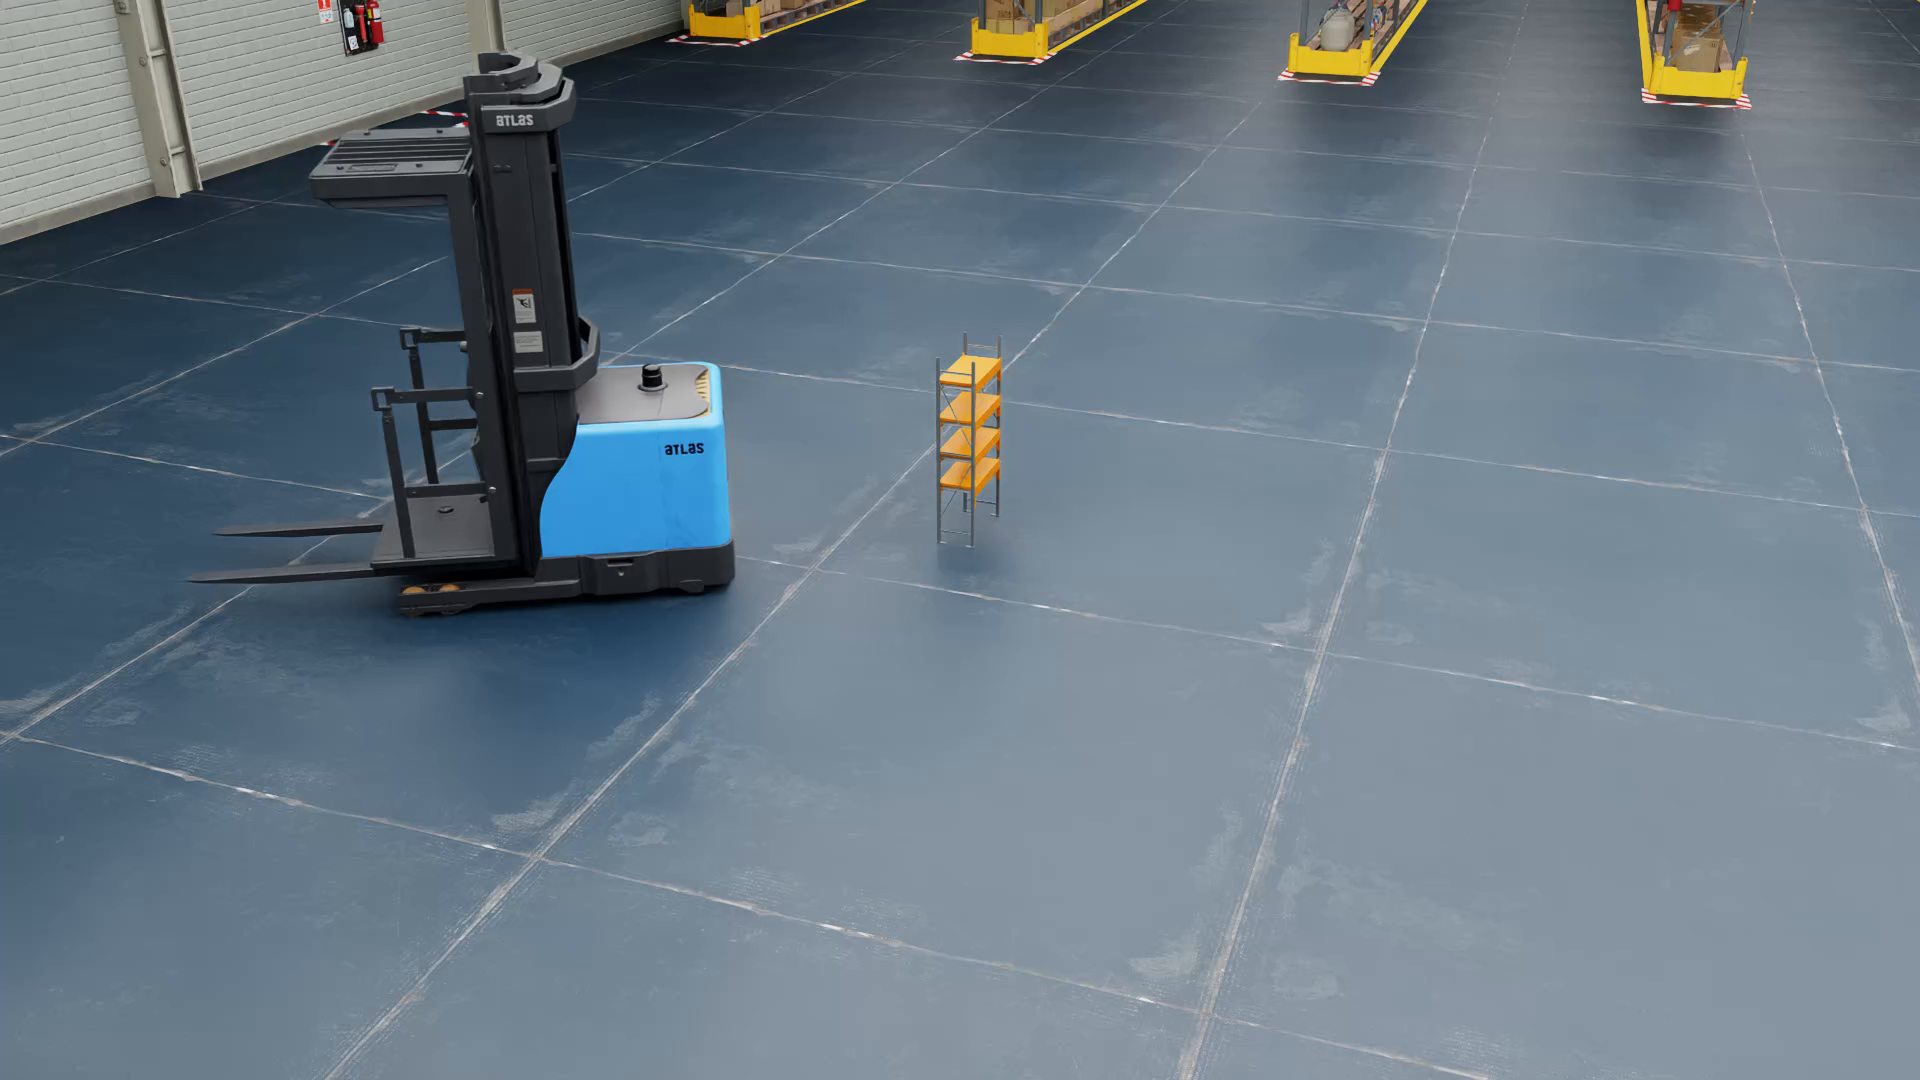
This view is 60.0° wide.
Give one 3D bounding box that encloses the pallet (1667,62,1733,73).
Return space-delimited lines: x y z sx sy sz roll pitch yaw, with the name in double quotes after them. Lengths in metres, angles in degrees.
10.445 -6.588 23.615 1.003 0.211 1.213 9 27 17 "pallet"

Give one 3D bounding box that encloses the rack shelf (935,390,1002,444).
0.055 -0.749 10.061 0.258 0.148 0.480 9 27 17 "rack shelf"

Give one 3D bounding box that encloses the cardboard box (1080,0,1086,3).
1.818 -9.222 27.668 0.500 0.500 0.500 9 27 17 "cardboard box"

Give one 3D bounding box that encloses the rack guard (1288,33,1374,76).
5.426 -7.114 24.370 1.175 0.500 0.348 9 27 17 "rack guard"

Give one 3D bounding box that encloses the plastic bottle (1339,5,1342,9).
6.175 -8.613 27.218 0.152 0.276 0.135 10 27 19 "plastic bottle"

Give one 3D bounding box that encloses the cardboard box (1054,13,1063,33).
1.327 -8.267 26.555 0.500 0.250 0.500 9 27 17 "cardboard box"

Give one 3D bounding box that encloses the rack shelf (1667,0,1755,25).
10.781 -7.981 24.118 1.077 0.370 4.000 9 27 17 "rack shelf"

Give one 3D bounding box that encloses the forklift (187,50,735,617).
-2.865 -1.133 9.227 3.031 2.935 1.130 -4 26 -8 "forklift"

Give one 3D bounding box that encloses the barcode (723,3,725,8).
-3.953 -8.967 27.898 0.001 0.075 0.075 9 27 17 "barcode"

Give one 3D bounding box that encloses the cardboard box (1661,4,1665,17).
12.034 -8.872 27.496 0.700 0.500 0.500 6 27 13 "cardboard box"

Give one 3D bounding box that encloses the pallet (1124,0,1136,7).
2.719 -10.122 30.912 1.003 0.211 1.213 9 27 17 "pallet"

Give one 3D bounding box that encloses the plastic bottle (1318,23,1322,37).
5.643 -7.958 25.951 0.097 0.201 0.097 0 26 0 "plastic bottle"

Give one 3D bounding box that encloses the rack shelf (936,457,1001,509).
0.055 -0.369 10.245 0.258 0.148 0.480 9 27 17 "rack shelf"

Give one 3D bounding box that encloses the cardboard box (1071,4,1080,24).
1.664 -8.677 27.403 0.500 0.250 0.500 9 27 17 "cardboard box"

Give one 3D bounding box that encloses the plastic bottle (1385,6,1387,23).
6.927 -8.575 27.131 0.061 0.283 0.133 10 28 20 "plastic bottle"

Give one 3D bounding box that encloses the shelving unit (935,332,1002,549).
0.055 -0.608 10.129 0.258 1.200 0.503 9 27 17 "shelving unit"

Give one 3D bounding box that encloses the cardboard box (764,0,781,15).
-3.392 -9.132 28.248 0.500 0.311 0.500 11 28 22 "cardboard box"

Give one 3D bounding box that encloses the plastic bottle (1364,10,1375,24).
6.622 -8.443 26.867 0.152 0.276 0.135 9 27 17 "plastic bottle"

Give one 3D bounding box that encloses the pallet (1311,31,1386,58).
6.109 -7.817 26.153 1.003 0.211 1.213 9 27 17 "pallet"

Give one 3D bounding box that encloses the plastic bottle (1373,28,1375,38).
6.377 -7.882 25.794 0.097 0.201 0.097 0 26 0 "plastic bottle"

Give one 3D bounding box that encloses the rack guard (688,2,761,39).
-3.872 -8.544 27.323 1.175 0.500 0.348 9 27 17 "rack guard"

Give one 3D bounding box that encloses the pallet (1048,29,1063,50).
0.990 -7.987 26.503 1.003 0.211 1.213 9 27 17 "pallet"

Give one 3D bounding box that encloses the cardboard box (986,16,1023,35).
0.675 -8.136 26.285 0.500 0.250 0.500 9 27 17 "cardboard box"

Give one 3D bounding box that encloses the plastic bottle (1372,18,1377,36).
6.457 -8.012 25.982 0.097 0.271 0.097 0 26 0 "plastic bottle"

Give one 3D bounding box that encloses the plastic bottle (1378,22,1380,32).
6.591 -8.147 26.341 0.097 0.201 0.097 0 26 0 "plastic bottle"

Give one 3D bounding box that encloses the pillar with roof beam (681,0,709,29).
-0.420 -12.127 24.971 9.100 9.000 0.400 9 27 17 "pillar with roof beam"

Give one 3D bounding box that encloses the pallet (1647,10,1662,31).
12.109 -8.695 27.966 1.003 0.211 1.213 9 27 17 "pallet"

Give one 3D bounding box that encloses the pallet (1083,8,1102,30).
1.802 -8.989 28.574 1.003 0.211 1.213 9 27 17 "pallet"

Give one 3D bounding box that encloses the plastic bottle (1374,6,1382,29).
6.663 -8.333 26.553 0.144 0.351 0.185 9 27 17 "plastic bottle"

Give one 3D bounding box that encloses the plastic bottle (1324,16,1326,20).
5.753 -8.091 26.140 0.152 0.276 0.135 9 27 18 "plastic bottle"

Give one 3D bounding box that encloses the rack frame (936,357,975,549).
-0.026 -0.508 9.922 0.240 1.200 0.015 9 27 17 "rack frame"

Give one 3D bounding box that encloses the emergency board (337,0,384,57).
-7.335 -6.576 20.389 0.194 1.169 0.643 9 27 17 "emergency board"

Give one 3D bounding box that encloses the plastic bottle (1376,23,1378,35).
6.523 -8.063 26.166 0.097 0.201 0.097 0 26 0 "plastic bottle"

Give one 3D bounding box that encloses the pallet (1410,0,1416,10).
7.813 -9.921 30.499 1.003 0.211 1.213 9 27 17 "pallet"

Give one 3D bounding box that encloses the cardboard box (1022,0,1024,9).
0.992 -8.887 26.975 0.500 0.500 0.500 9 27 17 "cardboard box"

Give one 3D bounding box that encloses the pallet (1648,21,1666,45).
11.705 -8.192 26.927 1.003 0.211 1.213 9 27 17 "pallet"

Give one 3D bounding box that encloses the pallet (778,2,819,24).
-3.160 -9.243 29.097 1.003 0.211 1.213 9 27 17 "pallet"

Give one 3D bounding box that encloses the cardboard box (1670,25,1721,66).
10.506 -7.052 23.759 0.500 0.500 0.500 17 30 31 "cardboard box"

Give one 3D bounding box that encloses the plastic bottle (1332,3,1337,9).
6.054 -8.502 26.902 0.144 0.351 0.185 8 27 15 "plastic bottle"

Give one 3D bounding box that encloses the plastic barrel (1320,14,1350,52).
5.592 -7.552 24.779 0.421 0.512 0.421 0 26 0 "plastic barrel"

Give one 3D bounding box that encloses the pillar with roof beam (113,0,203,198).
-4.414 -7.196 14.786 9.100 9.000 0.400 9 27 17 "pillar with roof beam"

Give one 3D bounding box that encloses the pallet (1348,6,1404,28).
7.001 -8.919 28.428 1.003 0.211 1.213 9 27 17 "pallet"

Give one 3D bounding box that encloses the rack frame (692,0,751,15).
-3.897 -9.638 26.714 1.000 3.000 0.127 9 27 17 "rack frame"

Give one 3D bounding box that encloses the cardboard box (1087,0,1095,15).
1.983 -9.090 28.256 0.500 0.250 0.500 9 27 17 "cardboard box"

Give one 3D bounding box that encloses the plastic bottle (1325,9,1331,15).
5.850 -8.251 26.384 0.144 0.351 0.185 10 28 20 "plastic bottle"

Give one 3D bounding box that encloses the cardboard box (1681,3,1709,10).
11.276 -8.032 25.784 0.500 0.500 0.500 8 27 16 "cardboard box"

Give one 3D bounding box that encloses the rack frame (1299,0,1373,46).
5.445 -8.201 23.747 1.000 3.000 0.127 9 27 17 "rack frame"

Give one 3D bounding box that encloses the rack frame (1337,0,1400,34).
6.776 -9.845 27.142 1.000 3.000 0.127 9 27 17 "rack frame"

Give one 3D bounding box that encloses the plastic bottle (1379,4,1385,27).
6.770 -8.466 26.828 0.144 0.351 0.185 7 27 15 "plastic bottle"

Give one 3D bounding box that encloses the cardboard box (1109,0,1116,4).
2.474 -9.646 29.405 0.500 0.250 0.500 8 27 16 "cardboard box"

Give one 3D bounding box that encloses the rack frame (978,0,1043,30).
0.775 -8.921 25.234 1.000 3.000 0.127 9 27 17 "rack frame"

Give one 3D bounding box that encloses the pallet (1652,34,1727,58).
11.257 -7.591 25.686 1.003 0.211 1.213 9 27 17 "pallet"

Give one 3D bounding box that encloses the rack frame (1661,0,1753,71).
10.116 -7.483 22.264 1.000 3.000 0.127 9 27 17 "rack frame"

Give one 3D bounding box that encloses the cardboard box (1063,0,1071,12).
1.483 -8.812 26.820 0.500 0.500 0.500 9 27 17 "cardboard box"

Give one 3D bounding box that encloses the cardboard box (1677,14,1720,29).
10.960 -7.529 24.745 0.500 0.500 0.500 6 27 13 "cardboard box"
